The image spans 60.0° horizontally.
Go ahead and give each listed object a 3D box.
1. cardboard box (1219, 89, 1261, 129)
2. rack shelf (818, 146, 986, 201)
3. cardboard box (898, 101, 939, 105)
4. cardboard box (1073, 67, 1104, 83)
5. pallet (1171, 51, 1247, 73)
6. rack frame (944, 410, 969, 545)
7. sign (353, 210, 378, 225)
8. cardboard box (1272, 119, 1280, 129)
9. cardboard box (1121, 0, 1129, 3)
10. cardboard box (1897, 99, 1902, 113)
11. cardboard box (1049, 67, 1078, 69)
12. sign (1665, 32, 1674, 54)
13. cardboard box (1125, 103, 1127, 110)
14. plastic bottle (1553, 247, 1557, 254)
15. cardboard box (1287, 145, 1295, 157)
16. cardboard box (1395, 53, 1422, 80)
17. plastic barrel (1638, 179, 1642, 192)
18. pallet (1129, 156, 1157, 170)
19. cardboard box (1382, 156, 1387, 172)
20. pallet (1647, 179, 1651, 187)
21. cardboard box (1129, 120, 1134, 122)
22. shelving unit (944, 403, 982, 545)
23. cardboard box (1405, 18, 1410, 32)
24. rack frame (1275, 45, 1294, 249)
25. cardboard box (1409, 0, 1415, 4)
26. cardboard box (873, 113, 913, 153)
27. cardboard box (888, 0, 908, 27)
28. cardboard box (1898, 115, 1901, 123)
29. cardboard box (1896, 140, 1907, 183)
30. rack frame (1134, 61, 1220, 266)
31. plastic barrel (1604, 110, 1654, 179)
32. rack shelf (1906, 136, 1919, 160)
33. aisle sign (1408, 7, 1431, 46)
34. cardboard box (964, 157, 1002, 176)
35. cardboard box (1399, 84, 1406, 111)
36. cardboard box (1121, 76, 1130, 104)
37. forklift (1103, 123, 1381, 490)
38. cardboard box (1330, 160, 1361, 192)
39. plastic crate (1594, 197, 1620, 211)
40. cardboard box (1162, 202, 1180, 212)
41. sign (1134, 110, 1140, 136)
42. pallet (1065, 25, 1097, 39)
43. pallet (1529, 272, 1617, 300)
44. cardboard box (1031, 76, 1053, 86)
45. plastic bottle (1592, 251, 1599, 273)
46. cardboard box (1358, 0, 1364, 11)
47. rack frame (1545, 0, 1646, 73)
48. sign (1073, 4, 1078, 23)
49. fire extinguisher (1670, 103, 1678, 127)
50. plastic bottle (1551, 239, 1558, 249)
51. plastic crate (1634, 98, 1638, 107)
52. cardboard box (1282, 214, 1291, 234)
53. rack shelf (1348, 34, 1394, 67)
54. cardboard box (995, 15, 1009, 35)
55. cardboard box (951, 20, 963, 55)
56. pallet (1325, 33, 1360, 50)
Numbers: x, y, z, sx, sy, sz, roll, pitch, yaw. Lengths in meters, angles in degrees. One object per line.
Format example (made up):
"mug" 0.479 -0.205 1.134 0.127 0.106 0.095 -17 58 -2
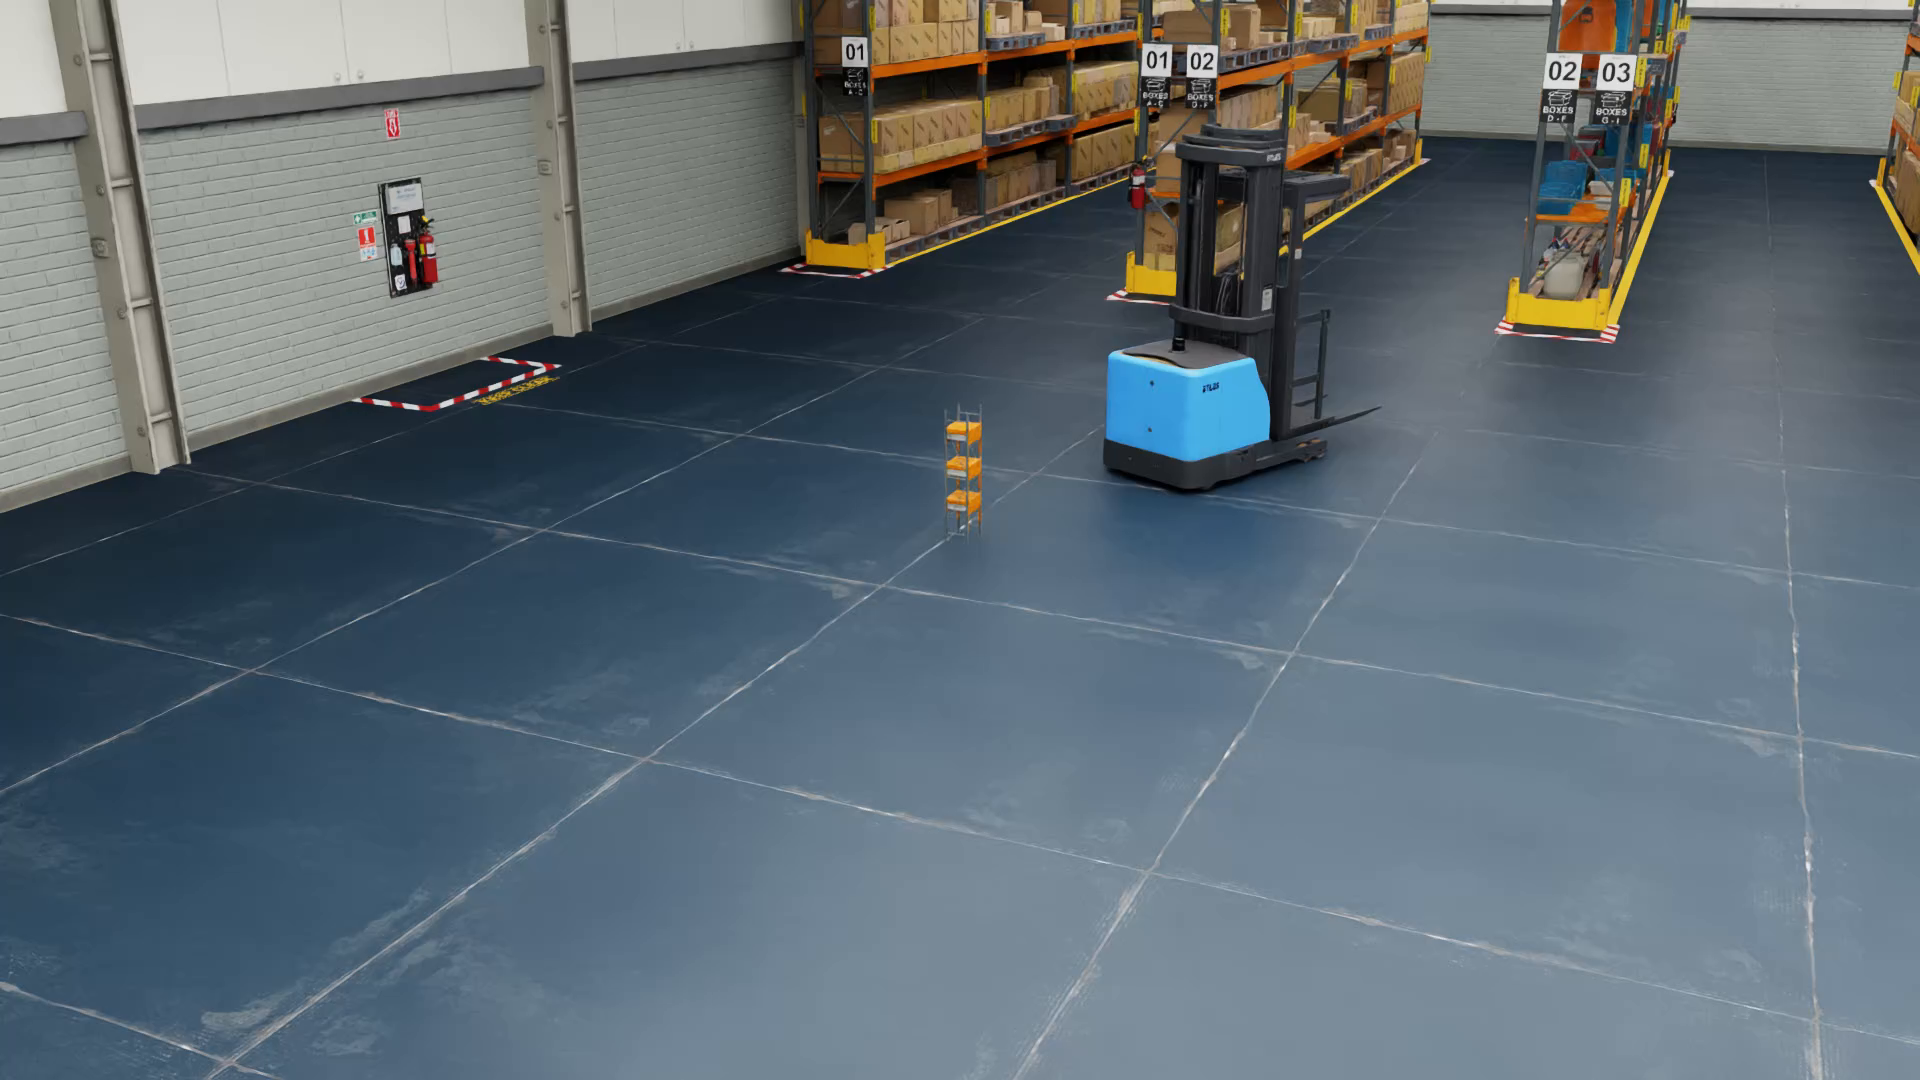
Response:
"cardboard box" 3.871 -6.163 23.736 0.700 0.500 0.500 9 21 23
"rack shelf" -0.881 -5.677 25.528 1.077 0.370 4.000 9 21 23
"cardboard box" -0.661 -6.646 26.256 0.500 0.500 0.500 8 21 22
"cardboard box" 2.417 -8.821 31.554 0.500 0.250 0.500 9 21 23
"pallet" 3.134 -6.310 21.890 1.003 0.211 1.213 9 21 23
"rack frame" -0.028 -0.474 12.734 0.200 1.050 0.008 9 21 23
"sign" -6.017 -3.264 16.827 0.001 0.109 0.331 9 21 23
"cardboard box" 4.543 -6.189 24.777 0.380 0.149 0.250 9 21 23
"cardboard box" 3.287 -11.259 34.003 0.500 0.500 0.500 8 21 22
"cardboard box" 17.759 -8.056 30.926 0.500 0.250 0.500 8 21 22
"cardboard box" 1.953 -8.888 31.743 0.500 0.250 0.500 8 21 21
"sign" 11.119 -7.781 26.051 0.100 0.325 0.005 9 21 23
"cardboard box" 3.104 -8.668 33.211 0.380 0.149 0.250 9 22 24
"plastic bottle" 8.163 -3.892 22.851 0.097 0.271 0.097 0 20 0
"cardboard box" 5.008 -6.073 25.943 0.380 0.149 0.250 9 21 23
"cardboard box" 9.235 -9.807 34.426 0.500 0.500 0.500 9 22 24
"plastic barrel" 12.014 -6.758 30.001 0.600 0.901 0.708 9 21 23
"pallet" 3.596 -7.980 35.094 1.003 0.211 1.213 9 21 23
"cardboard box" 8.104 -7.433 32.749 0.500 0.311 0.500 9 21 23
"pallet" 12.518 -6.630 31.295 1.003 0.211 1.213 9 21 23
"cardboard box" 3.798 -8.915 35.695 0.380 0.149 0.250 9 21 23
"shelving unit" 0.022 -0.511 12.839 0.215 1.050 0.252 9 21 23
"cardboard box" 8.574 -10.156 32.798 0.500 0.250 0.500 9 21 23
"rack frame" 4.458 -5.948 25.219 1.000 3.000 0.127 9 21 23
"cardboard box" 8.788 -11.080 33.530 0.700 0.500 0.500 9 21 23
"cardboard box" -1.019 -5.951 24.300 0.500 0.500 0.500 9 21 23
"cardboard box" -1.069 -7.576 23.647 0.500 0.500 0.500 8 21 22
"cardboard box" 17.543 -7.760 30.688 0.380 0.149 0.250 8 21 22
"cardboard box" 17.847 -6.968 30.631 0.875 0.875 0.875 9 21 23
"rack frame" 2.821 -4.726 21.780 1.000 3.000 0.127 9 21 23
"plastic barrel" 9.411 -5.580 23.435 0.600 0.901 0.708 9 21 23
"rack shelf" 15.952 -6.083 26.671 1.077 0.370 4.000 9 21 23
"aisle sign" 9.680 -10.820 35.038 0.394 0.787 0.004 9 21 23
"cardboard box" 0.401 -6.372 28.365 0.500 0.250 0.500 8 21 22
"cardboard box" 8.605 -8.869 33.282 0.500 0.500 0.500 8 21 22
"cardboard box" 3.055 -8.936 32.997 0.500 0.500 0.500 9 21 23
"forklift" 2.691 -2.198 14.774 3.031 2.935 1.130 -17 26 -39
"cardboard box" 6.963 -6.614 30.164 0.500 0.500 0.500 8 21 22
"plastic crate" 7.998 -4.150 20.555 0.298 0.136 0.250 9 21 23
"cardboard box" 3.165 -4.494 23.486 0.500 0.500 0.500 9 21 23
"sign" 2.331 -5.462 21.768 0.100 0.325 0.005 9 21 23
"pallet" 1.791 -9.378 30.668 1.213 0.211 1.003 10 22 25
"pallet" 8.165 -3.380 22.158 1.003 0.211 1.213 9 21 23
"cardboard box" 1.462 -8.300 30.058 0.380 0.149 0.250 6 20 16
"plastic bottle" 8.597 -3.767 22.481 0.061 0.283 0.133 9 21 23
"cardboard box" 6.917 -9.547 29.937 0.600 0.600 0.600 8 21 21
"rack frame" 7.338 -6.871 18.861 1.000 3.000 0.127 9 21 23
"sign" 2.070 -9.432 29.765 0.100 0.325 0.005 9 21 23
"fire extinguisher" 14.366 -8.708 33.649 0.296 0.674 0.183 9 21 23
"plastic bottle" 8.190 -3.979 22.978 0.144 0.351 0.185 8 21 20
"plastic crate" 13.219 -8.654 32.986 0.416 0.233 0.300 9 21 23
"cardboard box" 4.850 -4.940 25.860 0.500 0.250 0.500 8 21 21
"rack shelf" 6.915 -8.857 29.994 1.077 0.370 4.000 9 21 23
"cardboard box" 0.487 -8.541 27.537 0.500 0.311 0.500 9 22 24
"cardboard box" -0.262 -7.756 25.645 0.500 0.500 0.500 7 21 18
"pallet" 5.900 -8.276 27.568 1.213 0.211 1.003 10 22 25
